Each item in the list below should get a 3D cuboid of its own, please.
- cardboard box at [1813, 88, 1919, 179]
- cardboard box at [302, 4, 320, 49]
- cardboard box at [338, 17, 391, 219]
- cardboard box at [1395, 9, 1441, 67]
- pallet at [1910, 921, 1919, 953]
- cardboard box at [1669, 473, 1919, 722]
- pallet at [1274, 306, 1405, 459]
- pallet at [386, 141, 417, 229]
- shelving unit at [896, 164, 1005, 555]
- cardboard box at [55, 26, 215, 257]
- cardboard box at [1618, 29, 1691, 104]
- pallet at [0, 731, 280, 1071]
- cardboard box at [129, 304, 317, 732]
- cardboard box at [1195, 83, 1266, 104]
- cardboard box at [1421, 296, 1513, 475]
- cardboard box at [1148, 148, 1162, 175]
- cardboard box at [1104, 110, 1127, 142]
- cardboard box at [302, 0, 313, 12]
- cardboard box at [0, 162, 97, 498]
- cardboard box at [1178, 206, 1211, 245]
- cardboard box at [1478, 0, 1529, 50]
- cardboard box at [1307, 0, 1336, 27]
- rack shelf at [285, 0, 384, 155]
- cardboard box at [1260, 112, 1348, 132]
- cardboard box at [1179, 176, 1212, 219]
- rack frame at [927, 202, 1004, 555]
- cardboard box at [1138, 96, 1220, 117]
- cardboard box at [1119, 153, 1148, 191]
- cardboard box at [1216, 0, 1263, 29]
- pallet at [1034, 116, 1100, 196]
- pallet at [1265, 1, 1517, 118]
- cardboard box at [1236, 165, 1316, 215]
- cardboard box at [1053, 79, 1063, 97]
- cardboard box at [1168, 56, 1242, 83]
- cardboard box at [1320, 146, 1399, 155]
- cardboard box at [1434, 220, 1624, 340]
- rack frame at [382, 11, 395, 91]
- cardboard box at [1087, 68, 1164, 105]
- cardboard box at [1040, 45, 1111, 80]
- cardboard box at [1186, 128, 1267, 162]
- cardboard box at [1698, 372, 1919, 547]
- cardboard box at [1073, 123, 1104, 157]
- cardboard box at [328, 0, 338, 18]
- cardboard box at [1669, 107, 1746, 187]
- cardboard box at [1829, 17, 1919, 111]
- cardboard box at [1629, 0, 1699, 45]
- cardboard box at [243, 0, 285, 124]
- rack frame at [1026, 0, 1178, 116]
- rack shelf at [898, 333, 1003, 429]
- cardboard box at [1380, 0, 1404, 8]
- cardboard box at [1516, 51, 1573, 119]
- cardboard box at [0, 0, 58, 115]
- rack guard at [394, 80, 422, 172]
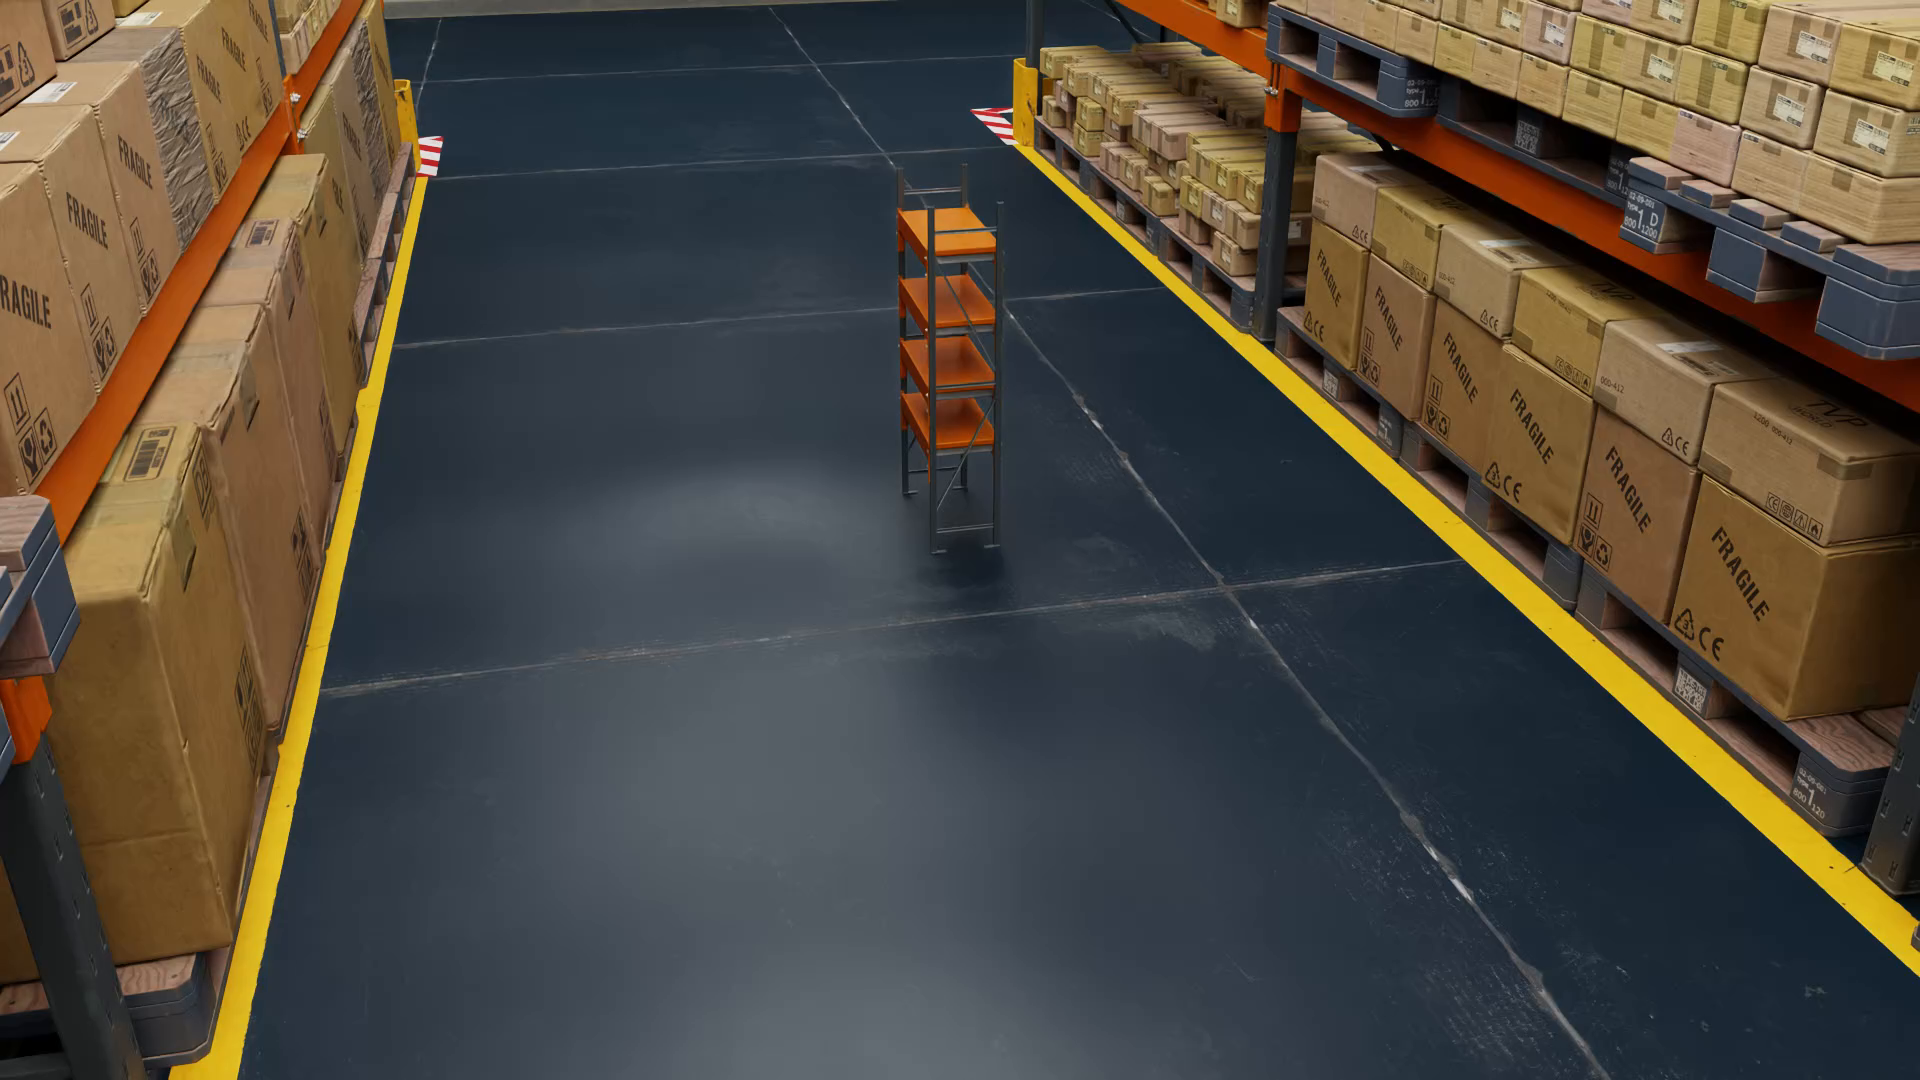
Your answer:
[{"bbox_3d":[2.177,-0.925,3.736,0.380,0.149,0.250,-5,27,-11],"label":"cardboard box"},{"bbox_3d":[-2.887,-2.125,6.910,0.380,0.149,0.250,-5,27,-10],"label":"cardboard box"},{"bbox_3d":[-3.499,-2.165,8.603,0.875,0.875,0.875,-6,27,-12],"label":"cardboard box"},{"bbox_3d":[1.705,-1.705,5.611,0.380,0.149,0.250,-7,28,-14],"label":"cardboard box"},{"bbox_3d":[2.836,1.053,3.430,1.003,0.211,1.213,-6,27,-12],"label":"pallet"},{"bbox_3d":[2.328,0.120,4.491,0.500,0.500,0.500,-6,27,-12],"label":"cardboard box"},{"bbox_3d":[2.007,-0.716,6.933,1.003,0.211,1.213,-6,27,-12],"label":"pallet"},{"bbox_3d":[-3.670,-2.011,9.500,1.003,0.211,1.213,-6,27,-12],"label":"pallet"},{"bbox_3d":[-0.037,-0.608,5.624,0.258,1.200,0.503,-6,27,-12],"label":"shelving unit"},{"bbox_3d":[-2.316,-1.043,4.376,0.500,0.500,0.500,-6,27,-11],"label":"cardboard box"},{"bbox_3d":[1.997,-1.267,4.414,0.380,0.149,0.250,-6,27,-11],"label":"cardboard box"},{"bbox_3d":[-2.228,0.804,3.922,1.003,0.211,1.213,-6,27,-12],"label":"pallet"},{"bbox_3d":[-2.452,-0.023,4.358,1.225,0.875,0.875,-6,27,-11],"label":"cardboard box"},{"bbox_3d":[1.540,-2.455,9.324,0.380,0.149,0.250,-7,28,-13],"label":"cardboard box"},{"bbox_3d":[1.990,-0.562,5.842,0.500,0.500,0.500,-5,27,-11],"label":"cardboard box"},{"bbox_3d":[1.221,-2.039,8.828,0.380,0.149,0.250,-7,28,-14],"label":"cardboard box"},{"bbox_3d":[1.049,-2.395,9.533,0.380,0.149,0.250,-7,28,-14],"label":"cardboard box"},{"bbox_3d":[-2.983,-2.360,6.934,0.500,0.250,0.500,-6,27,-12],"label":"cardboard box"},{"bbox_3d":[-1.968,-0.372,3.048,0.500,0.500,0.500,-5,27,-10],"label":"cardboard box"},{"bbox_3d":[1.310,-1.586,8.262,0.380,0.149,0.250,-7,28,-13],"label":"cardboard box"},{"bbox_3d":[1.825,-1.604,5.082,0.380,0.149,0.250,-6,28,-13],"label":"cardboard box"},{"bbox_3d":[1.539,-2.037,6.269,0.380,0.149,0.250,-6,27,-11],"label":"cardboard box"},{"bbox_3d":[-3.476,-2.400,7.974,1.077,0.370,4.000,-6,27,-12],"label":"rack shelf"},{"bbox_3d":[1.786,-2.120,8.659,0.380,0.149,0.250,-5,27,-10],"label":"cardboard box"},{"bbox_3d":[1.299,-1.689,8.135,0.380,0.149,0.250,-7,28,-13],"label":"cardboard box"},{"bbox_3d":[0.018,-0.501,5.411,0.240,1.200,0.015,-6,27,-12],"label":"rack frame"},{"bbox_3d":[1.181,-2.298,9.011,0.380,0.149,0.250,-6,27,-11],"label":"cardboard box"},{"bbox_3d":[1.096,-2.033,9.146,0.380,0.149,0.250,-6,27,-12],"label":"cardboard box"},{"bbox_3d":[1.373,-2.394,7.442,0.380,0.149,0.250,-7,28,-13],"label":"cardboard box"},{"bbox_3d":[1.094,-2.420,10.310,1.003,0.211,1.213,-6,27,-12],"label":"pallet"},{"bbox_3d":[1.861,-1.866,6.331,1.003,0.211,1.213,-6,27,-12],"label":"pallet"},{"bbox_3d":[1.496,-1.612,7.653,0.380,0.149,0.250,-5,27,-10],"label":"cardboard box"},{"bbox_3d":[0.797,-2.850,10.434,0.380,0.149,0.250,-5,27,-9],"label":"cardboard box"},{"bbox_3d":[1.478,-2.815,10.036,0.380,0.149,0.250,-7,28,-13],"label":"cardboard box"},{"bbox_3d":[1.950,-1.782,7.988,0.380,0.149,0.250,-5,27,-9],"label":"cardboard box"},{"bbox_3d":[1.972,-0.899,5.679,0.500,0.250,0.500,-5,27,-10],"label":"cardboard box"},{"bbox_3d":[-3.927,-3.599,9.551,1.000,3.000,0.127,-6,27,-12],"label":"rack frame"},{"bbox_3d":[0.964,-2.641,9.691,0.380,0.149,0.250,-7,28,-14],"label":"cardboard box"},{"bbox_3d":[0.716,-2.974,10.351,0.380,0.149,0.250,-7,28,-14],"label":"cardboard box"},{"bbox_3d":[1.354,-1.951,8.324,0.380,0.149,0.250,-5,27,-10],"label":"cardboard box"},{"bbox_3d":[2.322,-0.226,4.345,0.500,0.250,0.500,-7,28,-13],"label":"cardboard box"},{"bbox_3d":[0.887,-2.372,9.819,0.380,0.149,0.250,-6,27,-11],"label":"cardboard box"},{"bbox_3d":[-3.060,-2.463,7.580,0.380,0.149,0.250,-6,27,-11],"label":"cardboard box"},{"bbox_3d":[2.060,-1.013,4.241,0.380,0.149,0.250,-5,27,-11],"label":"cardboard box"},{"bbox_3d":[2.174,-1.056,3.665,0.380,0.149,0.250,-7,28,-14],"label":"cardboard box"},{"bbox_3d":[1.997,-1.398,4.343,0.380,0.149,0.250,-5,27,-10],"label":"cardboard box"},{"bbox_3d":[-2.654,-1.710,5.698,0.500,0.500,0.500,-6,27,-11],"label":"cardboard box"},{"bbox_3d":[0.929,-4.058,10.461,1.000,3.000,0.127,-6,27,-12],"label":"rack frame"},{"bbox_3d":[-0.037,-0.548,5.654,0.258,0.148,0.480,-6,27,-12],"label":"rack shelf"},{"bbox_3d":[1.649,-1.950,5.766,0.380,0.149,0.250,-7,28,-14],"label":"cardboard box"},{"bbox_3d":[1.889,-1.355,4.918,0.380,0.149,0.250,-5,27,-10],"label":"cardboard box"},{"bbox_3d":[-2.417,-1.188,3.551,0.797,0.503,0.637,-5,27,-10],"label":"cardboard box"},{"bbox_3d":[-3.932,-2.493,10.135,1.175,0.500,0.348,-6,27,-12],"label":"rack guard"}]
